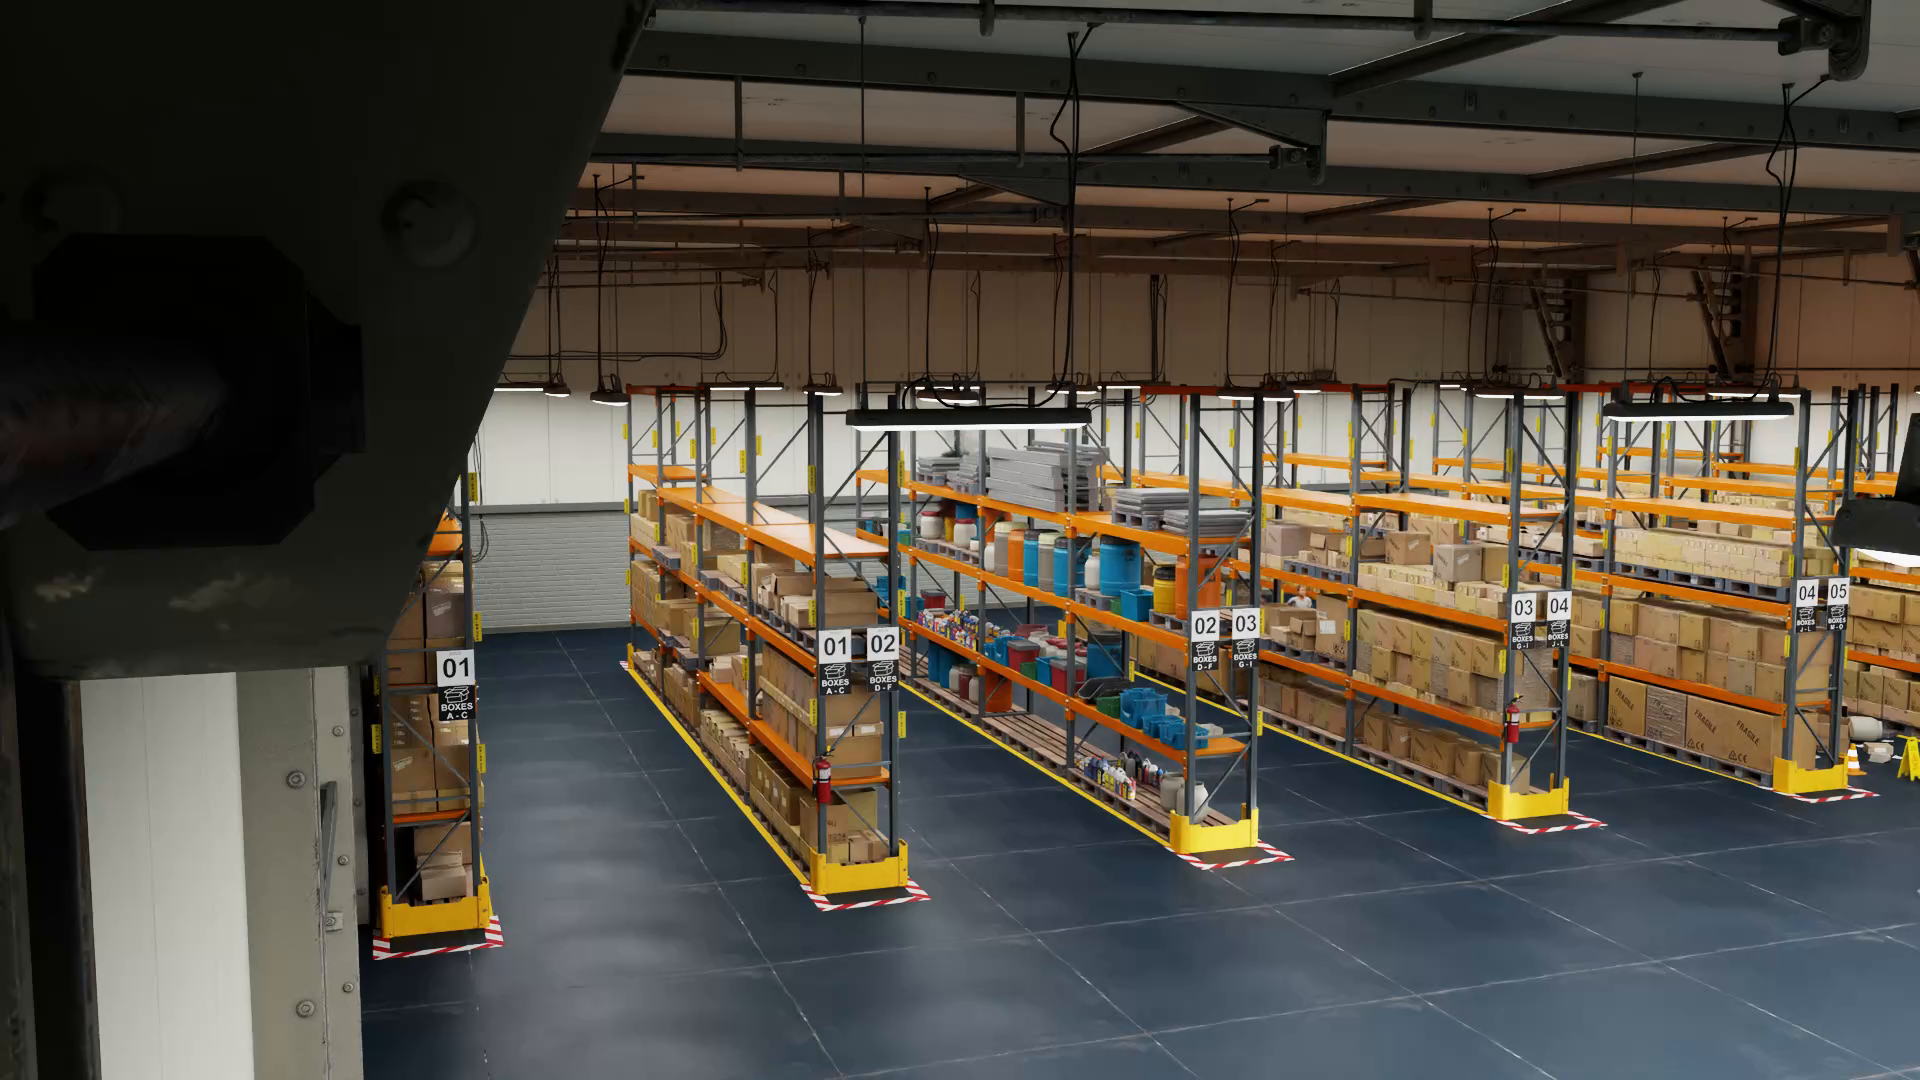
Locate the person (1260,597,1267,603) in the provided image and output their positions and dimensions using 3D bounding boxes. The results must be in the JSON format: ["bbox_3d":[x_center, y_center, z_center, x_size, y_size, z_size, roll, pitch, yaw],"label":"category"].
[{"bbox_3d":[6.235,2.033,34.346,0.580,1.514,0.646,-2,6,-20],"label":"person"}]

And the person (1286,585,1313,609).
[{"bbox_3d":[7.323,1.816,35.799,0.553,1.724,0.764,-2,6,-20],"label":"person"}]
